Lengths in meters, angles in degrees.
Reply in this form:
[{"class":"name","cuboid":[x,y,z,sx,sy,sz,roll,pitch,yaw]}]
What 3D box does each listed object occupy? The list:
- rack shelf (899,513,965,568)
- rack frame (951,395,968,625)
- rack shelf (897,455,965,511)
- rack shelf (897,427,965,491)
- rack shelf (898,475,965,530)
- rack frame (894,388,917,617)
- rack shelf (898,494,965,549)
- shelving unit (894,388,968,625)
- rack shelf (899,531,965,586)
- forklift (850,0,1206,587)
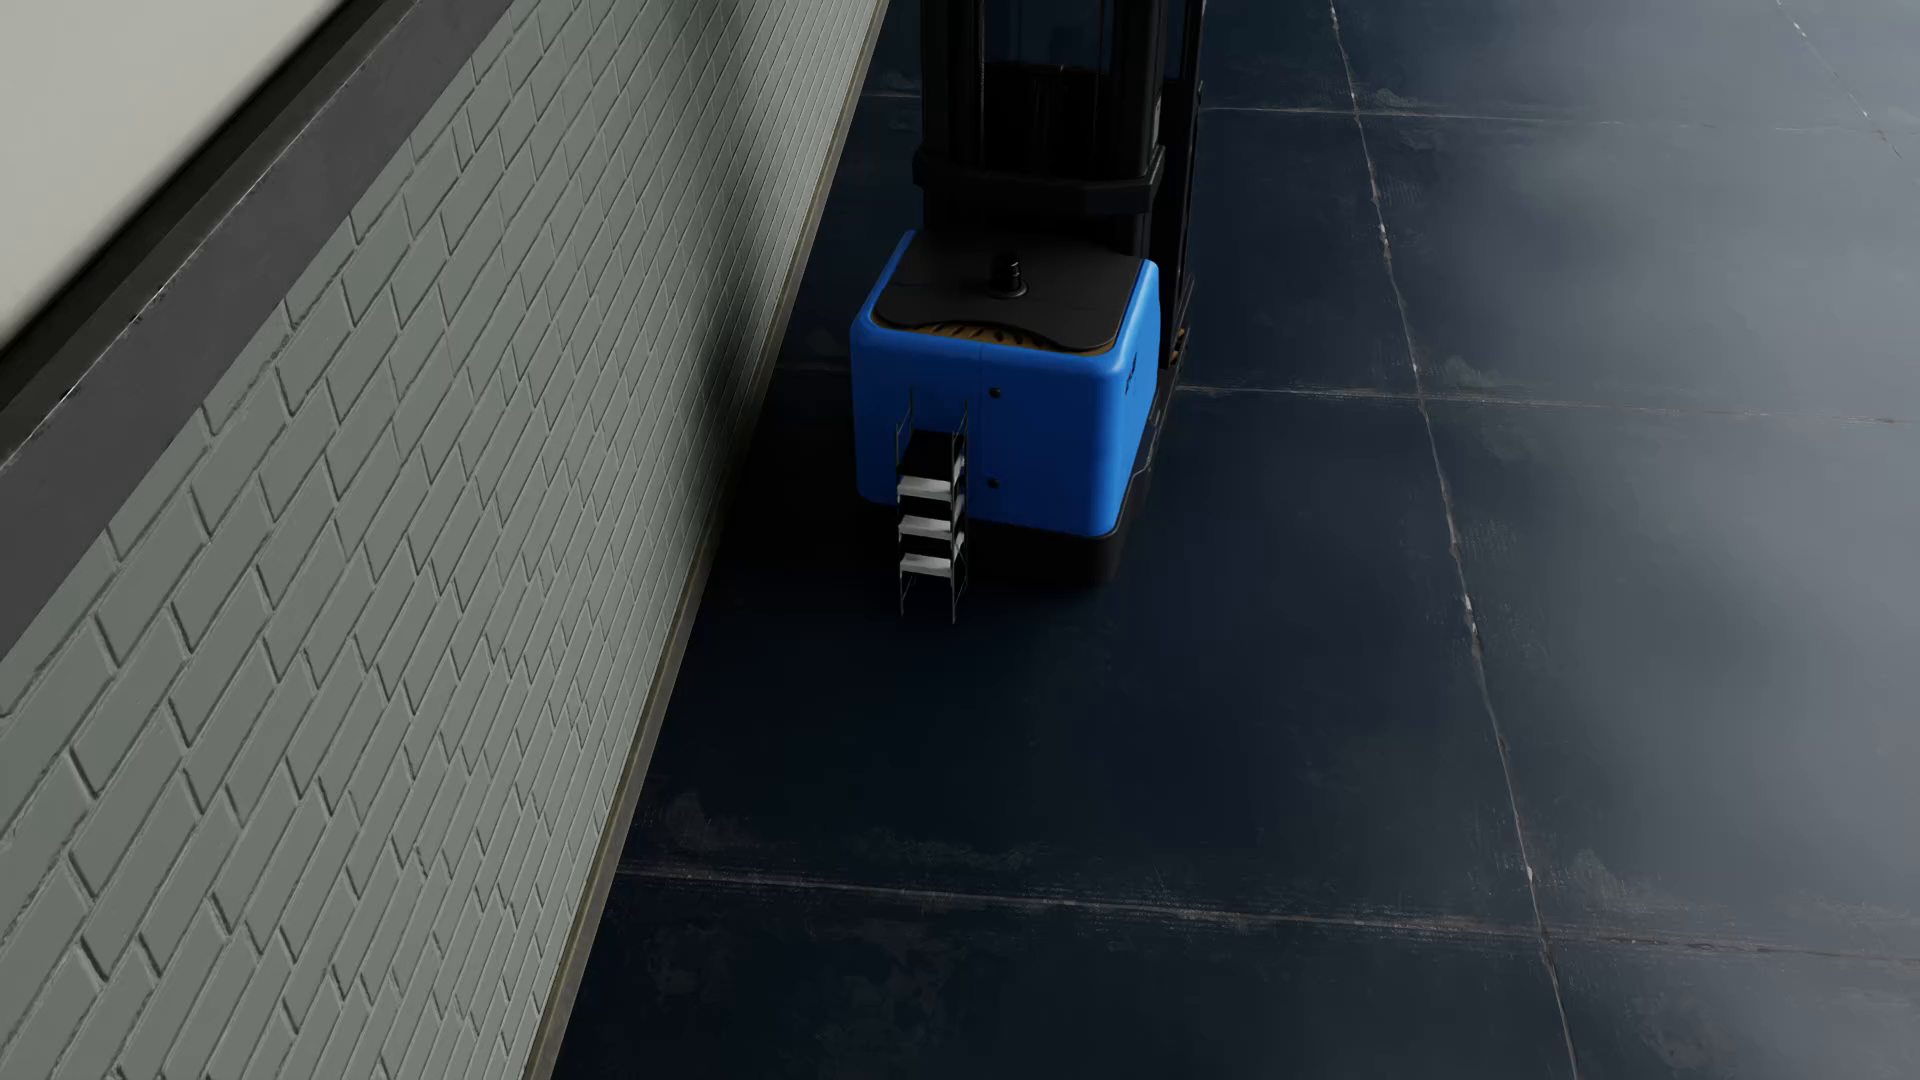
[{"class":"rack shelf","cuboid":[-0.100,-0.016,6.252,0.200,0.077,0.258,8,40,10]},{"class":"rack frame","cuboid":[-0.001,-0.096,6.156,0.006,0.900,0.240,8,40,10]},{"class":"rack shelf","cuboid":[-0.100,-0.225,6.081,0.200,0.077,0.258,8,40,10]},{"class":"rack shelf","cuboid":[-0.100,-0.295,6.024,0.200,0.077,0.258,8,40,10]},{"class":"rack shelf","cuboid":[-0.100,-0.155,6.138,0.200,0.077,0.258,8,40,10]},{"class":"rack frame","cuboid":[-0.199,-0.126,6.192,0.006,0.900,0.240,8,40,10]},{"class":"rack shelf","cuboid":[-0.100,-0.085,6.195,0.200,0.077,0.258,8,40,10]},{"class":"shelving unit","cuboid":[-0.100,-0.111,6.174,0.210,0.900,0.258,8,40,10]},{"class":"rack shelf","cuboid":[-0.100,0.054,6.308,0.200,0.077,0.258,8,40,10]},{"class":"forklift","cuboid":[0.447,-1.891,6.752,1.130,2.935,3.031,9,40,11]}]
